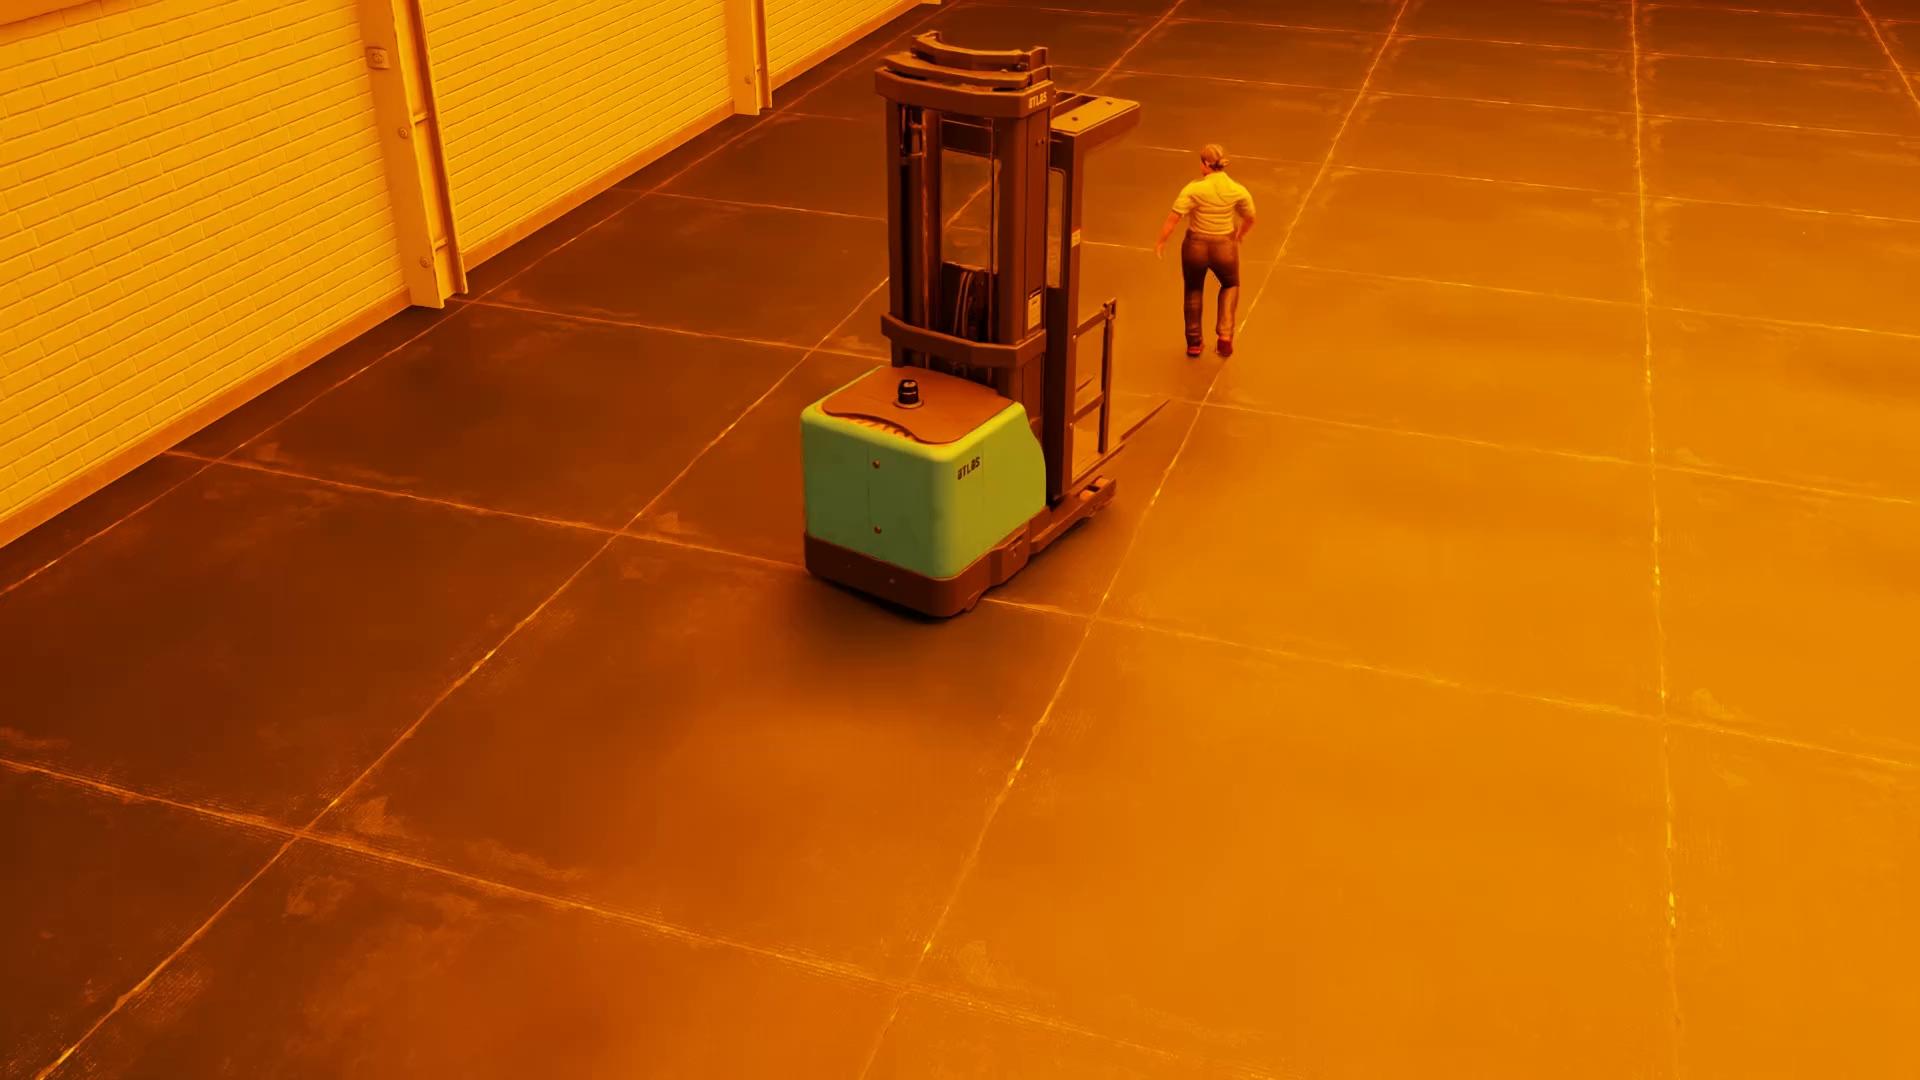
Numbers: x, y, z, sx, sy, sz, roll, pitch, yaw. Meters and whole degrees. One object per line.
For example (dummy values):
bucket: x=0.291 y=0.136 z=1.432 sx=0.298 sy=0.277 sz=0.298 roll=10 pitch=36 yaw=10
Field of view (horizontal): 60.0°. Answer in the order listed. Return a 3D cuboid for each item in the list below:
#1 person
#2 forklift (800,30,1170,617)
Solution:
person: x=1.793 y=-2.124 z=12.203 sx=0.710 sy=1.619 sz=0.453 roll=6 pitch=30 yaw=10
forklift: x=0.328 y=-1.532 z=9.824 sx=1.130 sy=2.935 sz=3.031 roll=18 pitch=34 yaw=29
